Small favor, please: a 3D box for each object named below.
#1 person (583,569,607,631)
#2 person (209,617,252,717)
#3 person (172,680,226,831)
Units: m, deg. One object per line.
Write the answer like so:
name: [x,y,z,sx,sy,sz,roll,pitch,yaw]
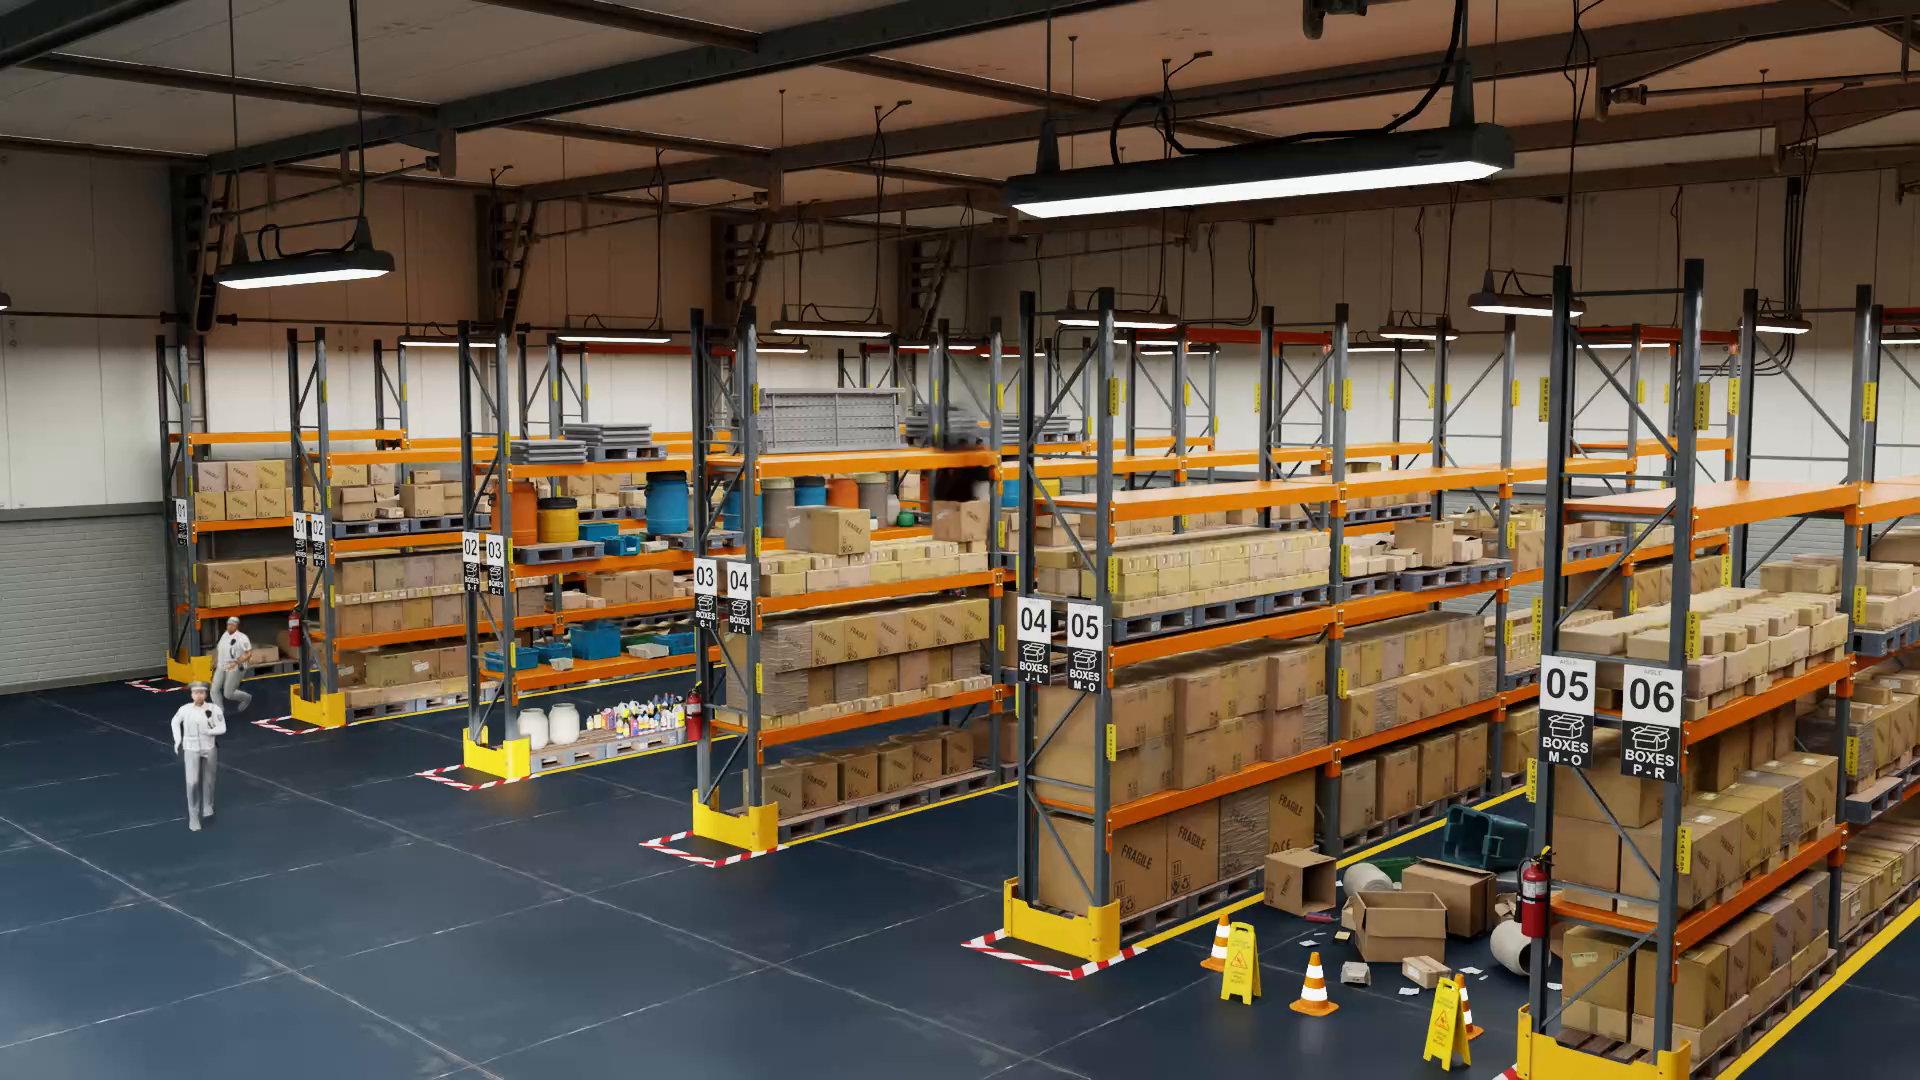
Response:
person: [-6.939,1.306,31.840,0.675,1.805,0.689,4,7,36]
person: [-11.172,1.973,25.586,0.650,1.622,0.695,2,6,21]
person: [-8.890,2.501,19.459,0.576,1.749,0.732,-3,6,-26]
